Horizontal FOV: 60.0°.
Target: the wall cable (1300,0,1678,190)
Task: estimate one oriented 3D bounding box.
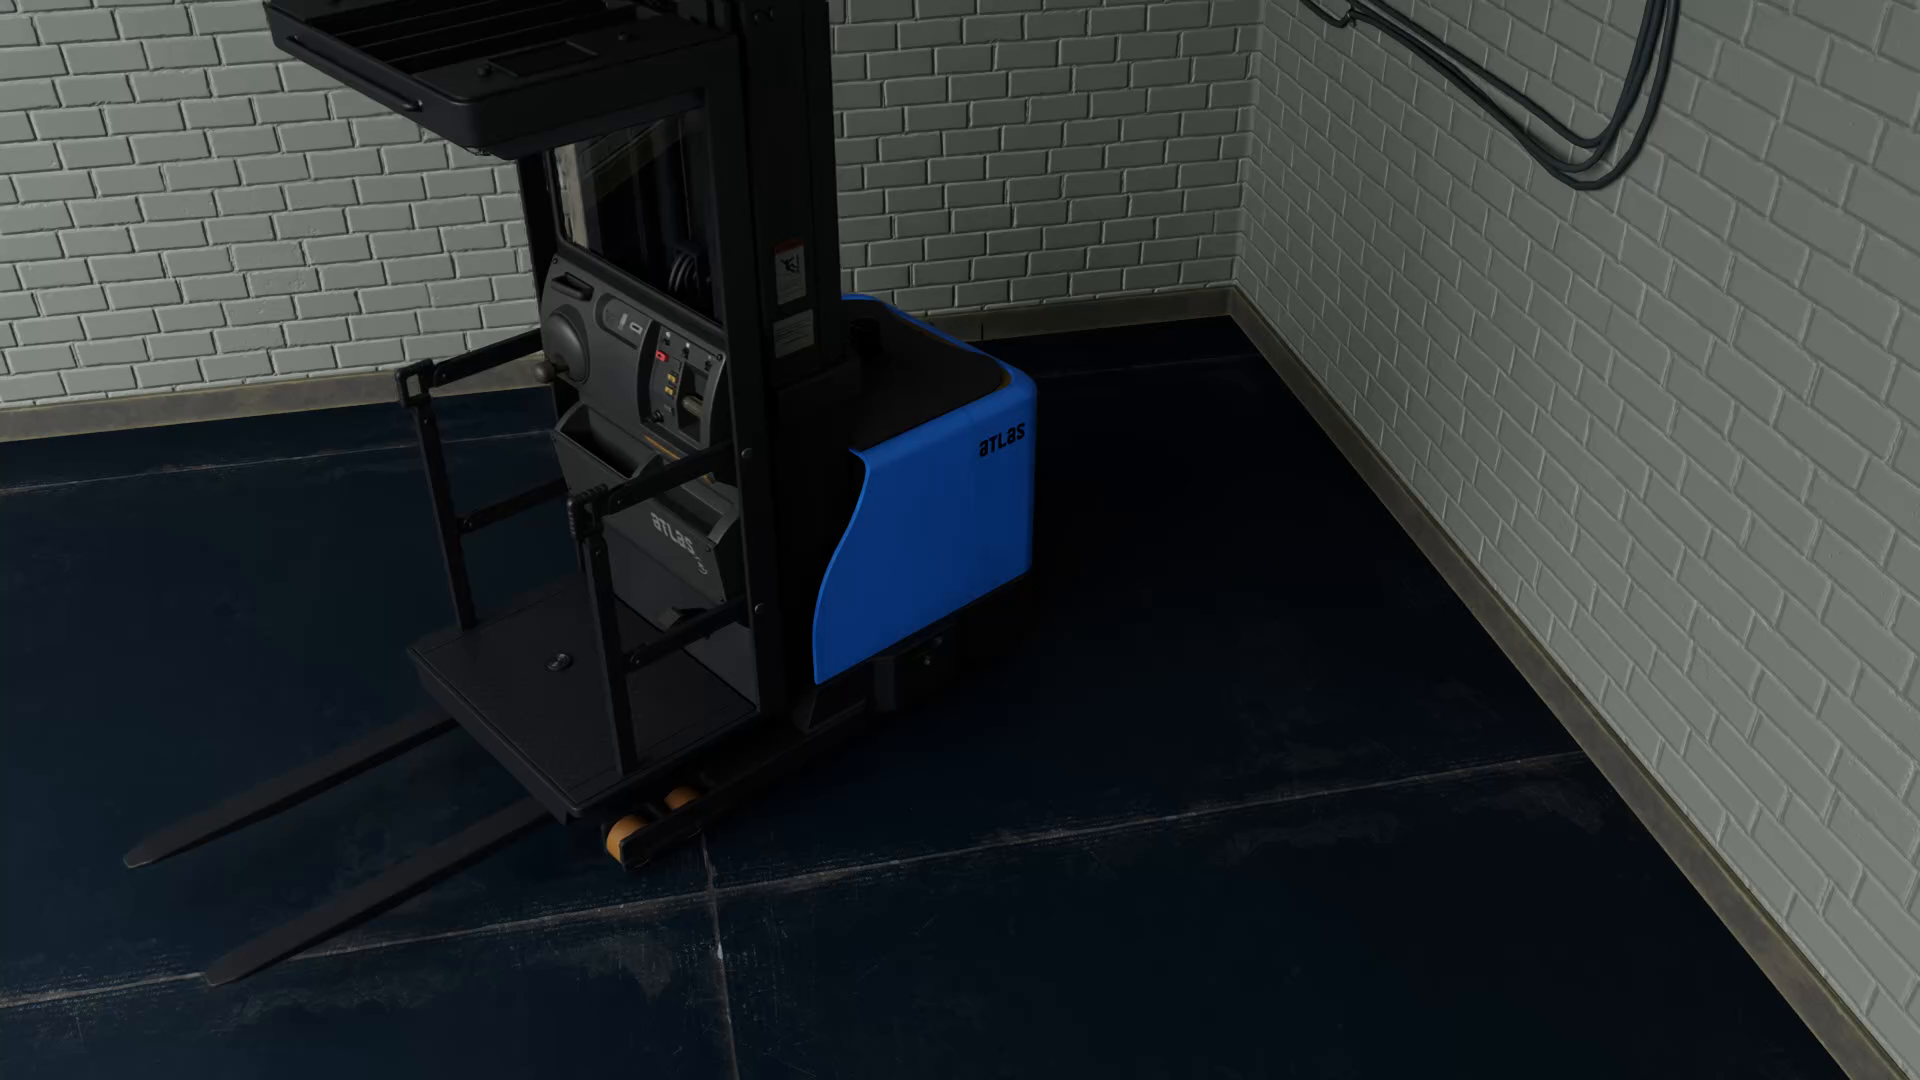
[{"bbox_3d":[1.666,-2.807,5.643,0.112,2.526,3.097,-7,35,-11],"label":"wall cable"}]

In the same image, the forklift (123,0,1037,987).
[{"bbox_3d":[-1.149,-0.520,4.894,3.031,2.935,1.130,-27,42,-34],"label":"forklift"}]

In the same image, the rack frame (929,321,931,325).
[{"bbox_3d":[-0.130,-0.402,6.541,0.006,0.900,0.240,4,34,6],"label":"rack frame"}]

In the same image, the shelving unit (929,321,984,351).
[{"bbox_3d":[-0.029,-0.394,6.530,0.210,0.900,0.258,4,34,6],"label":"shelving unit"}]

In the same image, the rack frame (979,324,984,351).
[{"bbox_3d":[0.071,-0.387,6.519,0.006,0.900,0.240,4,34,6],"label":"rack frame"}]

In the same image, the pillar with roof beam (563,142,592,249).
[{"bbox_3d":[-0.550,-2.113,1.823,0.400,9.000,9.100,-7,35,-11],"label":"pillar with roof beam"}]
